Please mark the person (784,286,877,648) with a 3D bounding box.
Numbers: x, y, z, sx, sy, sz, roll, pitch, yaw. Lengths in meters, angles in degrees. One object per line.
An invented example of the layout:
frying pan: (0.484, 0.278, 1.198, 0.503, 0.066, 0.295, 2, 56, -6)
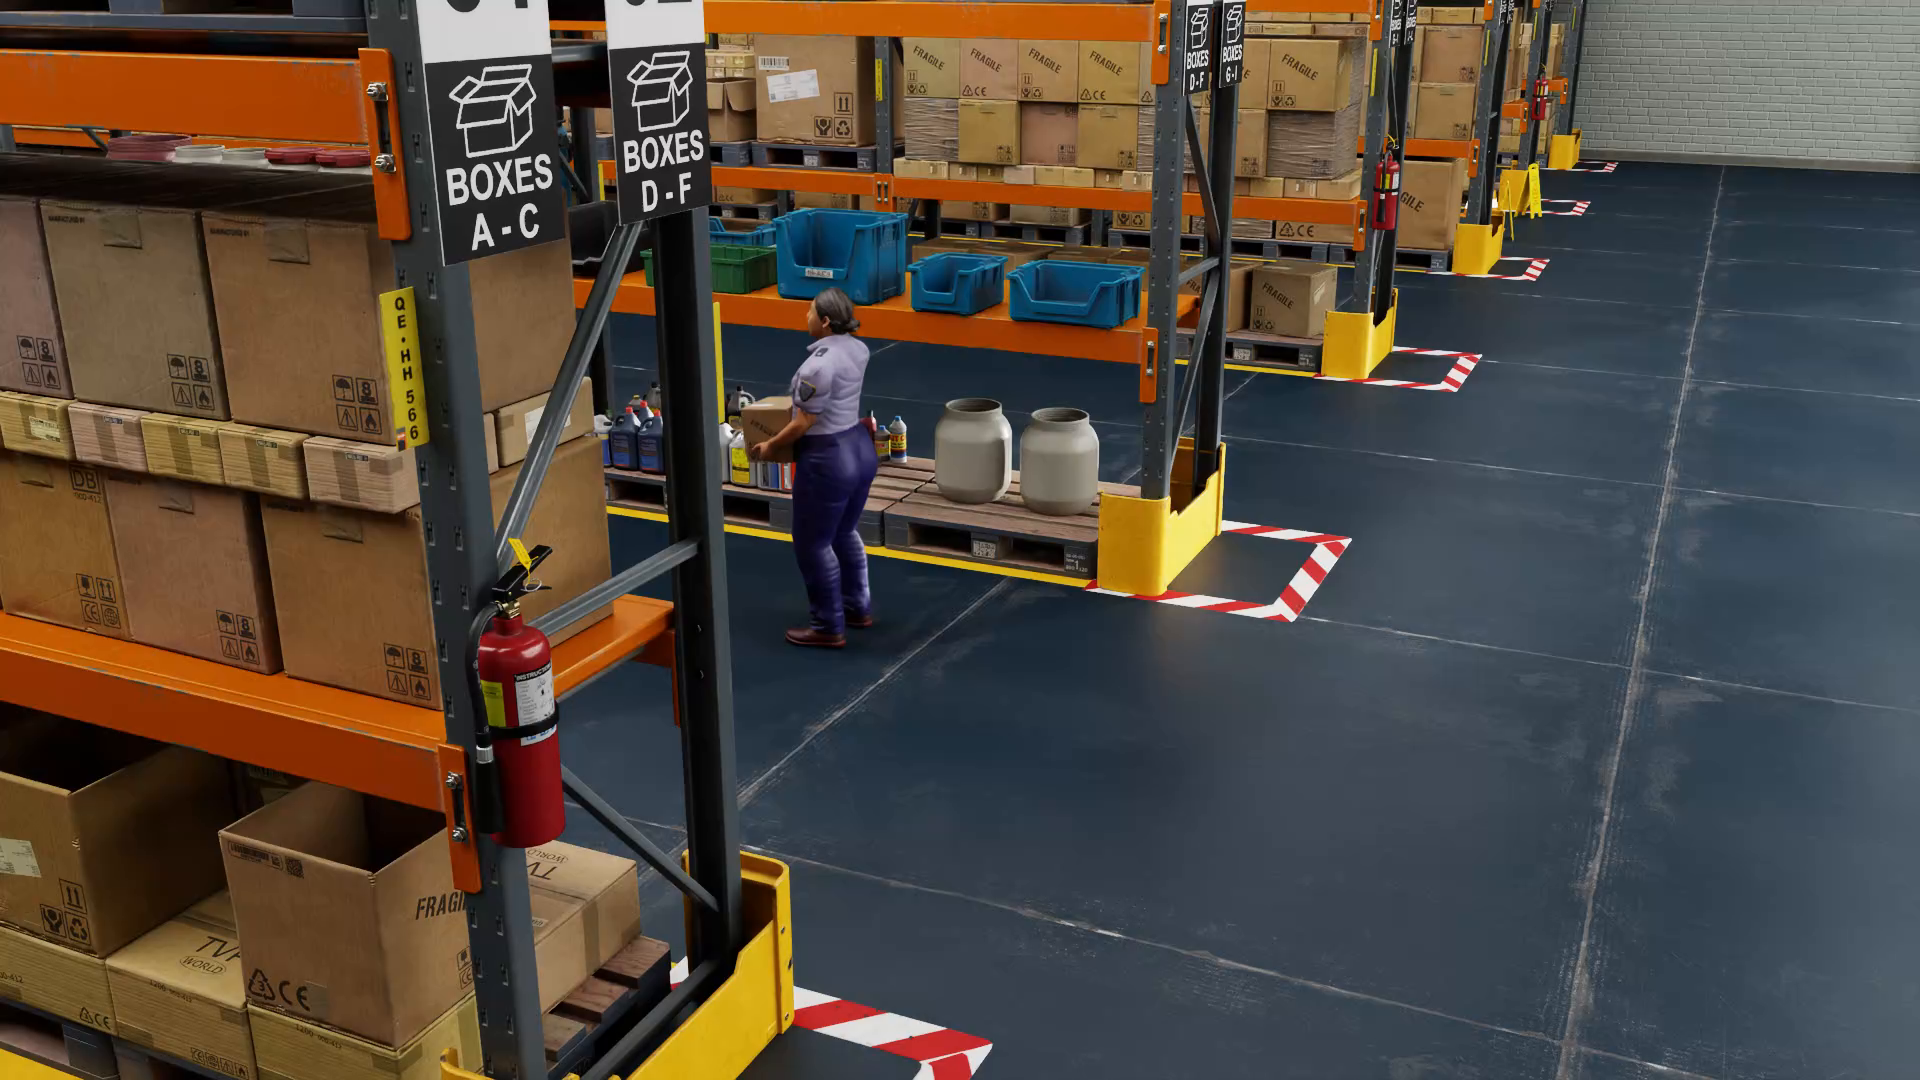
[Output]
person: (-0.592, -0.334, 7.541, 0.374, 1.650, 0.558, 7, 20, 20)
